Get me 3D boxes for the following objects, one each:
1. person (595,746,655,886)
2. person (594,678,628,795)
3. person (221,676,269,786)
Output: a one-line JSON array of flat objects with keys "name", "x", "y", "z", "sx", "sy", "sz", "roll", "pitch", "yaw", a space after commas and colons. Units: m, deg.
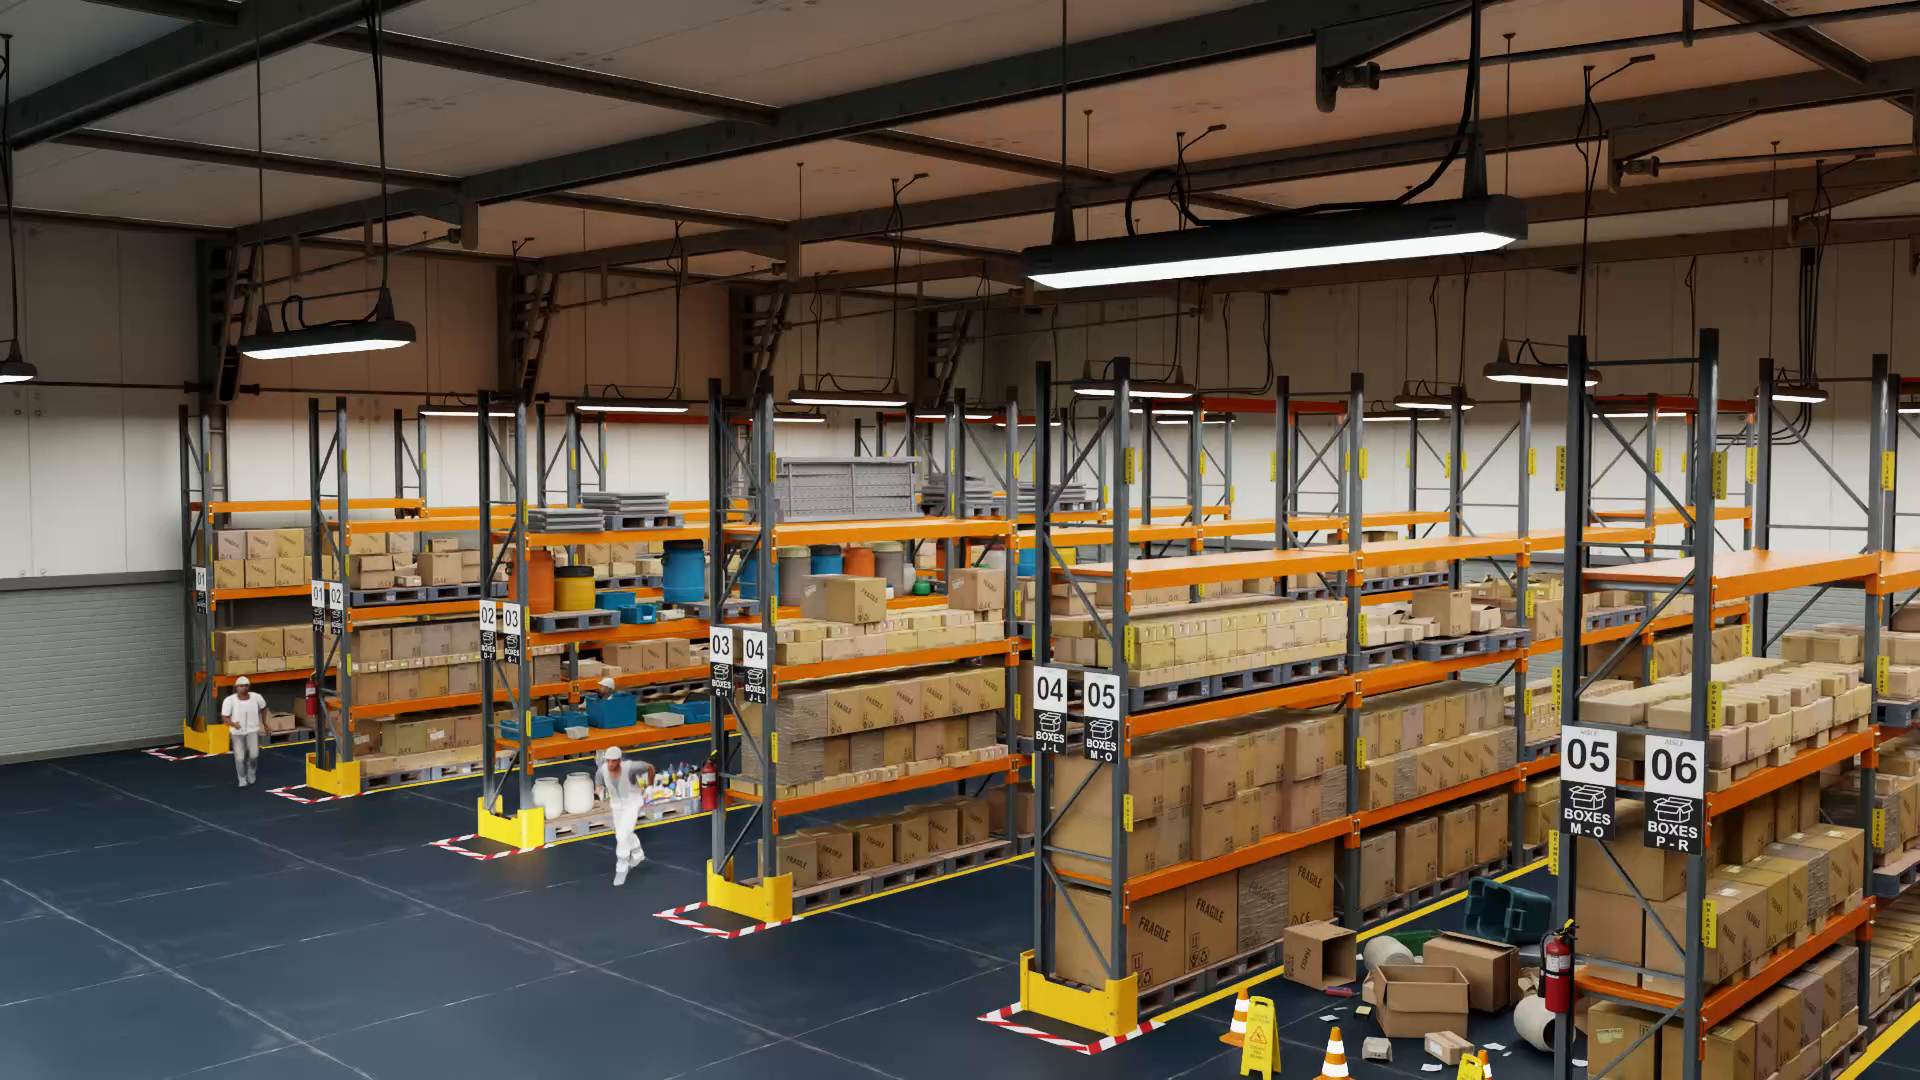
[{"name": "person", "x": -4.024, "y": 3.291, "z": 20.123, "sx": 0.707, "sy": 1.722, "sz": 1.028, "roll": 1, "pitch": 3, "yaw": 12}, {"name": "person", "x": -5.227, "y": 2.967, "z": 25.253, "sx": 0.694, "sy": 1.768, "sz": 0.698, "roll": -2, "pitch": 4, "yaw": -32}, {"name": "person", "x": -10.958, "y": 2.947, "z": 25.519, "sx": 0.682, "sy": 1.716, "sz": 0.700, "roll": -2, "pitch": 3, "yaw": -30}]
